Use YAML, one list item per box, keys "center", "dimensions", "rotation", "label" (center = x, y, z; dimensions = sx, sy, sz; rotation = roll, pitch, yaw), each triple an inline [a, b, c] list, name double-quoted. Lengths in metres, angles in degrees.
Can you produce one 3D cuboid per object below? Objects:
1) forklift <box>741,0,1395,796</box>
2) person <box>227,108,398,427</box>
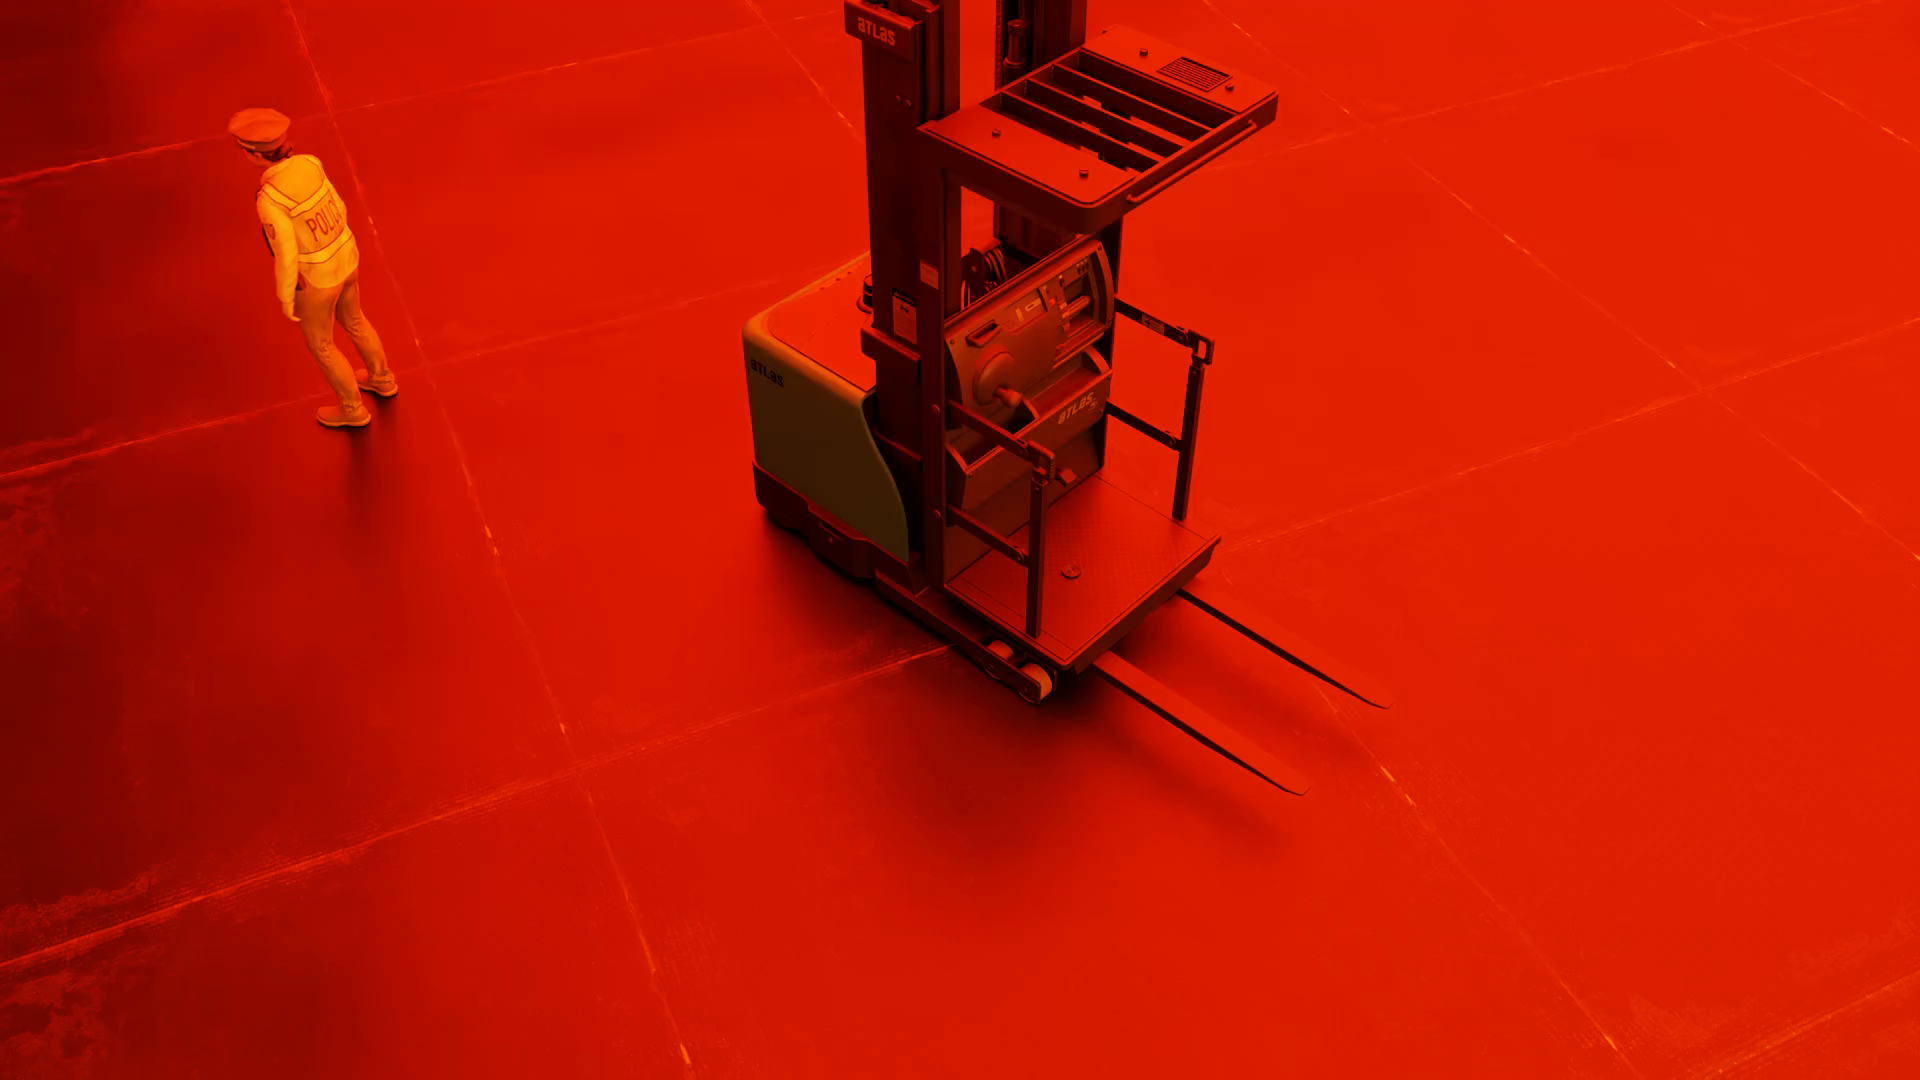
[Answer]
- center: [0.445, -0.788, 6.525]
  dimensions: [3.031, 2.935, 1.130]
  rotation: [32, 52, 30]
  label: "forklift"
- center: [-3.083, -1.279, 7.979]
  dimensions: [0.371, 1.666, 0.547]
  rotation: [11, 44, 12]
  label: "person"
